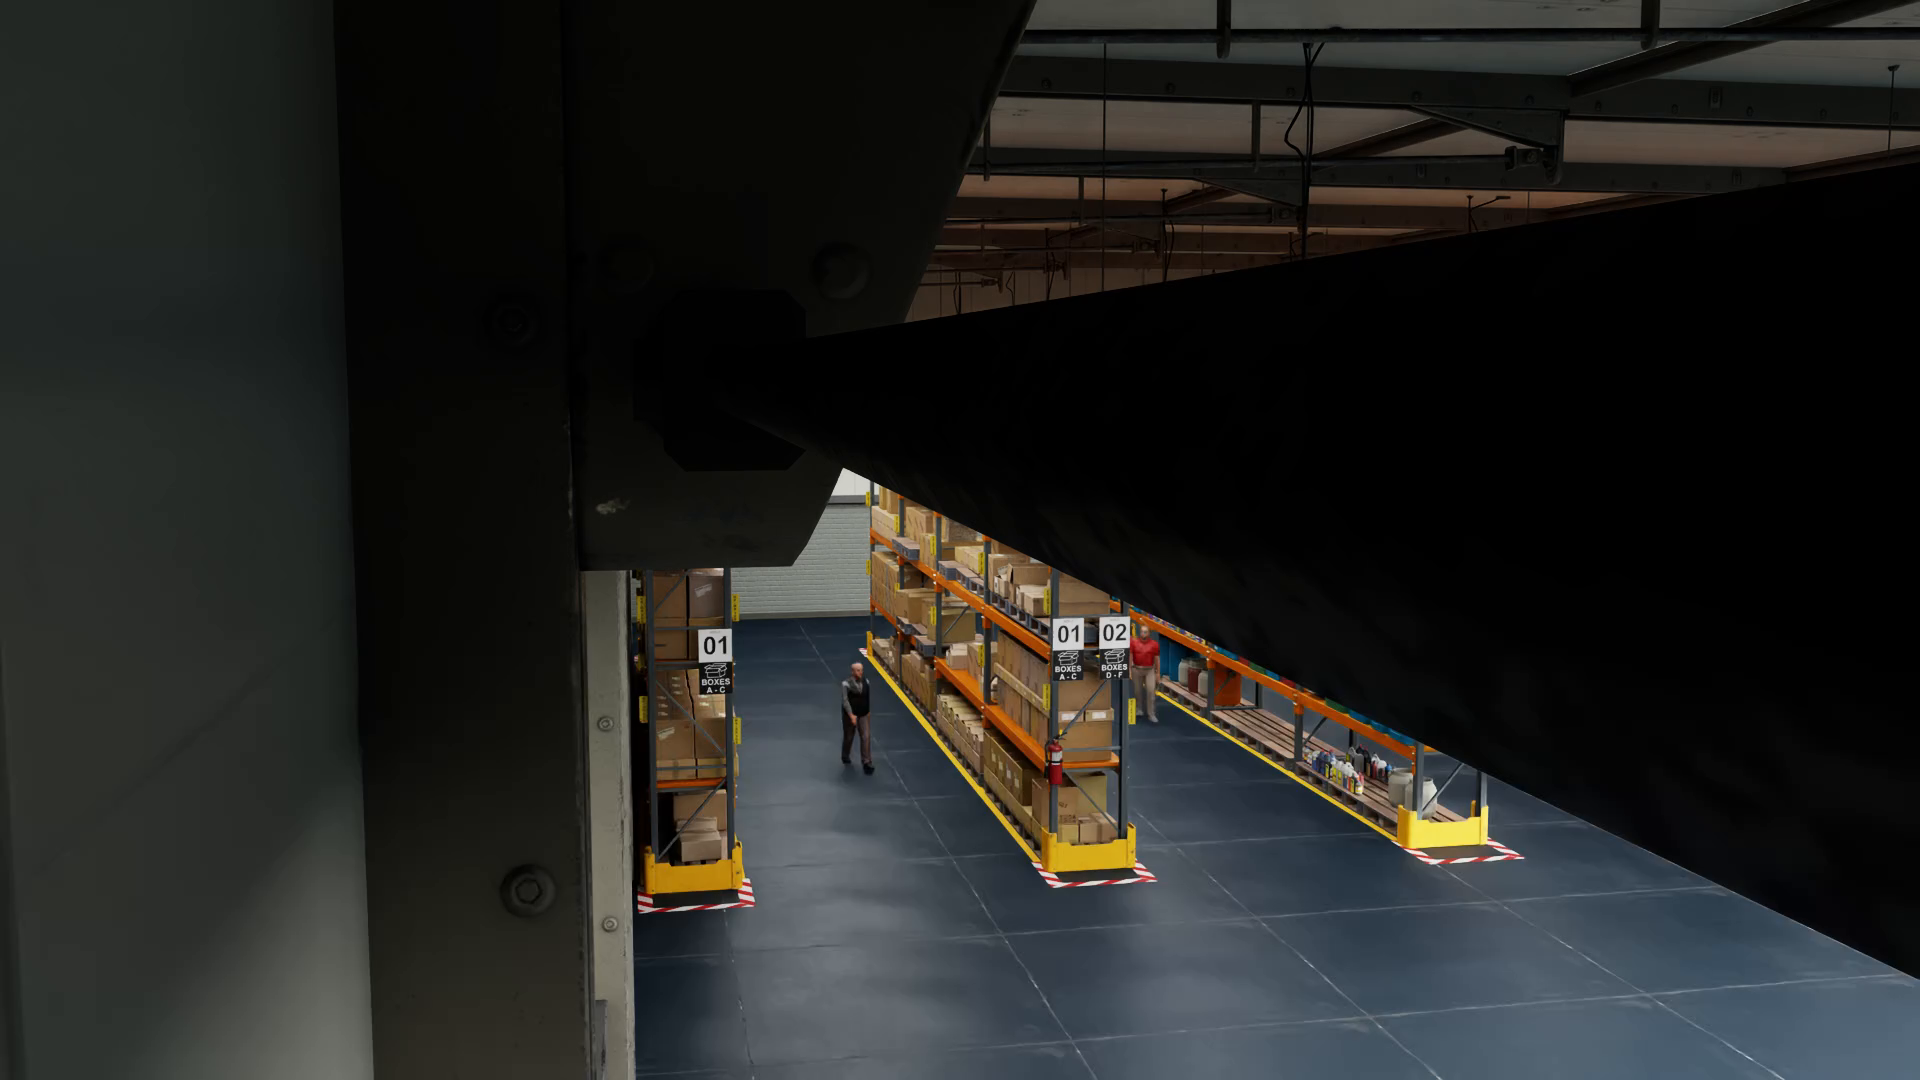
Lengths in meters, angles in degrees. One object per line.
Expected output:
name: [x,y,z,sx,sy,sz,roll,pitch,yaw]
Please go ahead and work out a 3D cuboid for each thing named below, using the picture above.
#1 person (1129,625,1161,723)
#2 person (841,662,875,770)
person: [3.279,2.374,29.727,0.627,1.660,1.007,1,6,5]
person: [-1.597,2.756,26.169,0.537,1.658,1.015,-3,7,-27]
